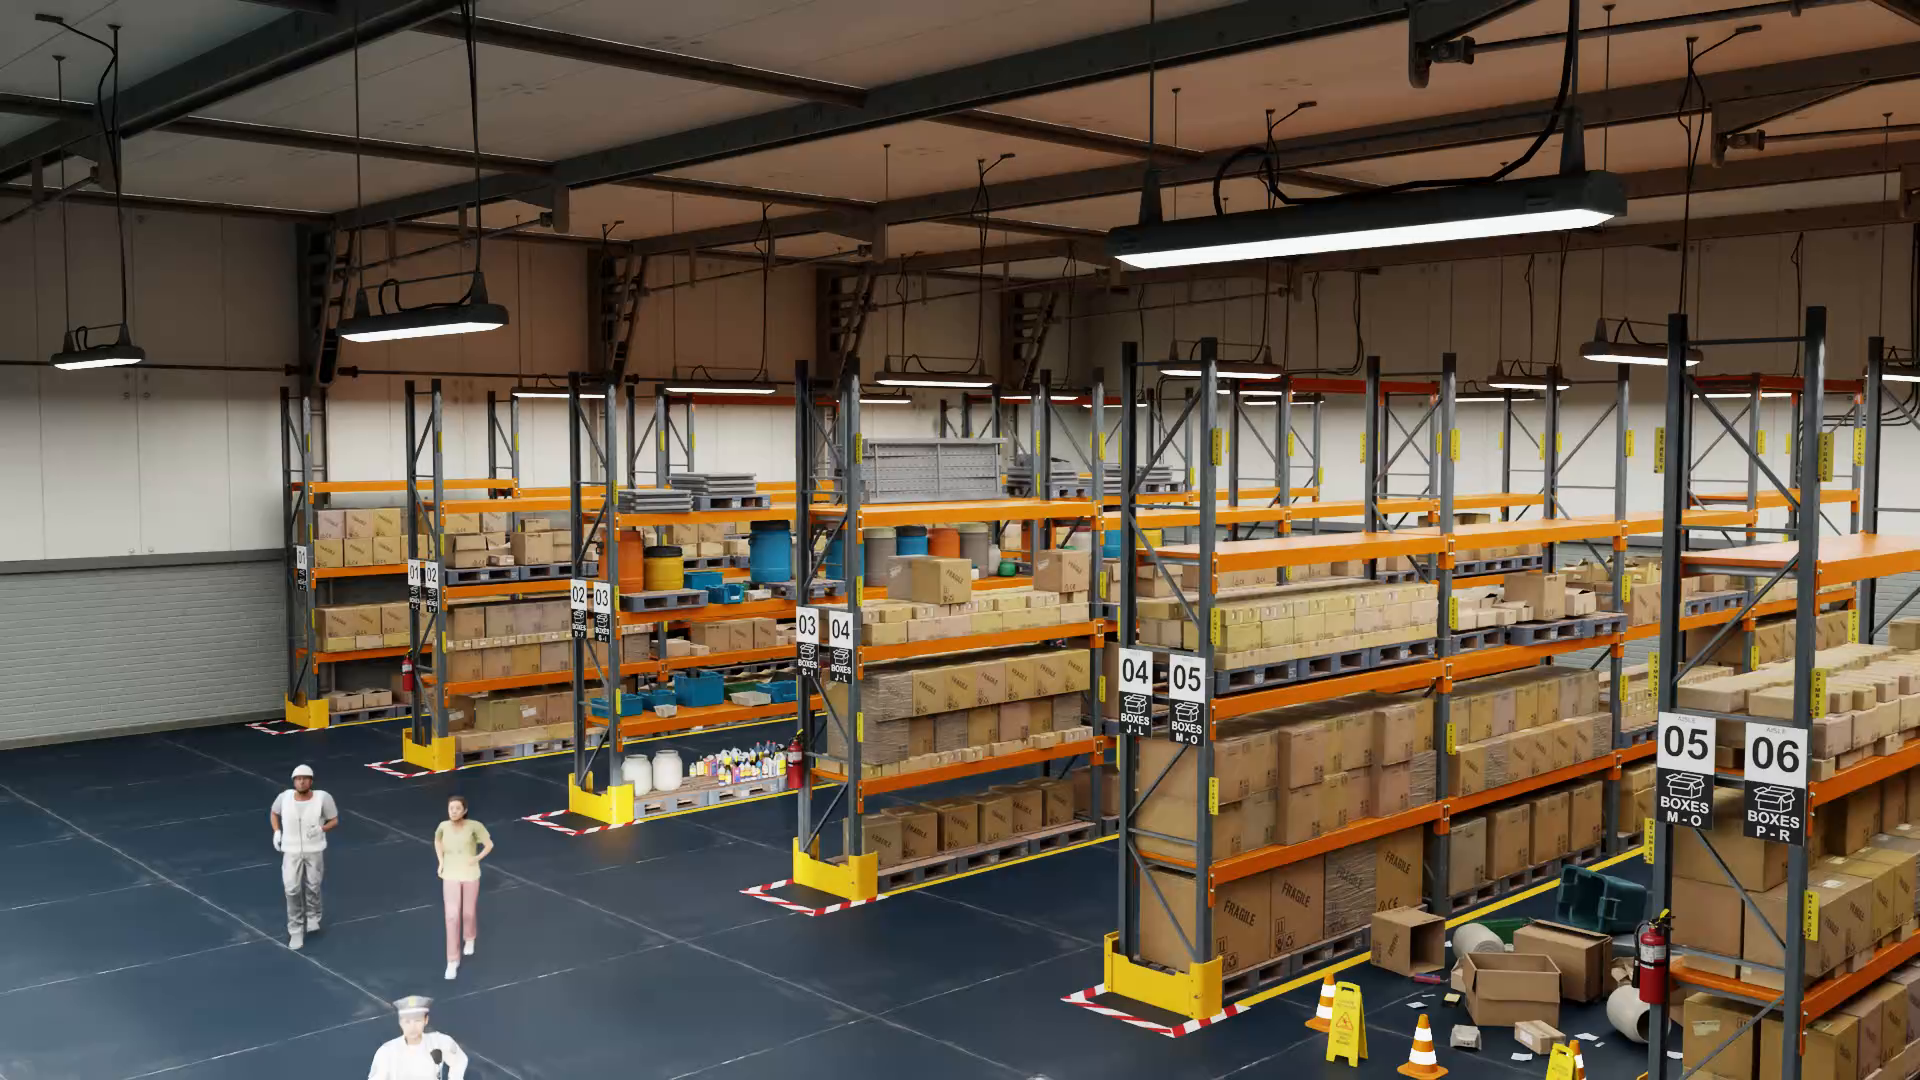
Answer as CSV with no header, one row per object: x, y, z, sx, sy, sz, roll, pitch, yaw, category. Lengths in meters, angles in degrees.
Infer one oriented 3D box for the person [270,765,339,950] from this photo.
-6.676,3.202,16.934,0.671,1.843,0.696,-1,4,-16,person

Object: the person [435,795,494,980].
-4.802,3.293,16.107,0.572,1.702,0.840,-1,4,-10,person

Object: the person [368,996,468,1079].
-3.352,3.644,10.261,0.600,1.730,0.784,-1,4,-14,person
